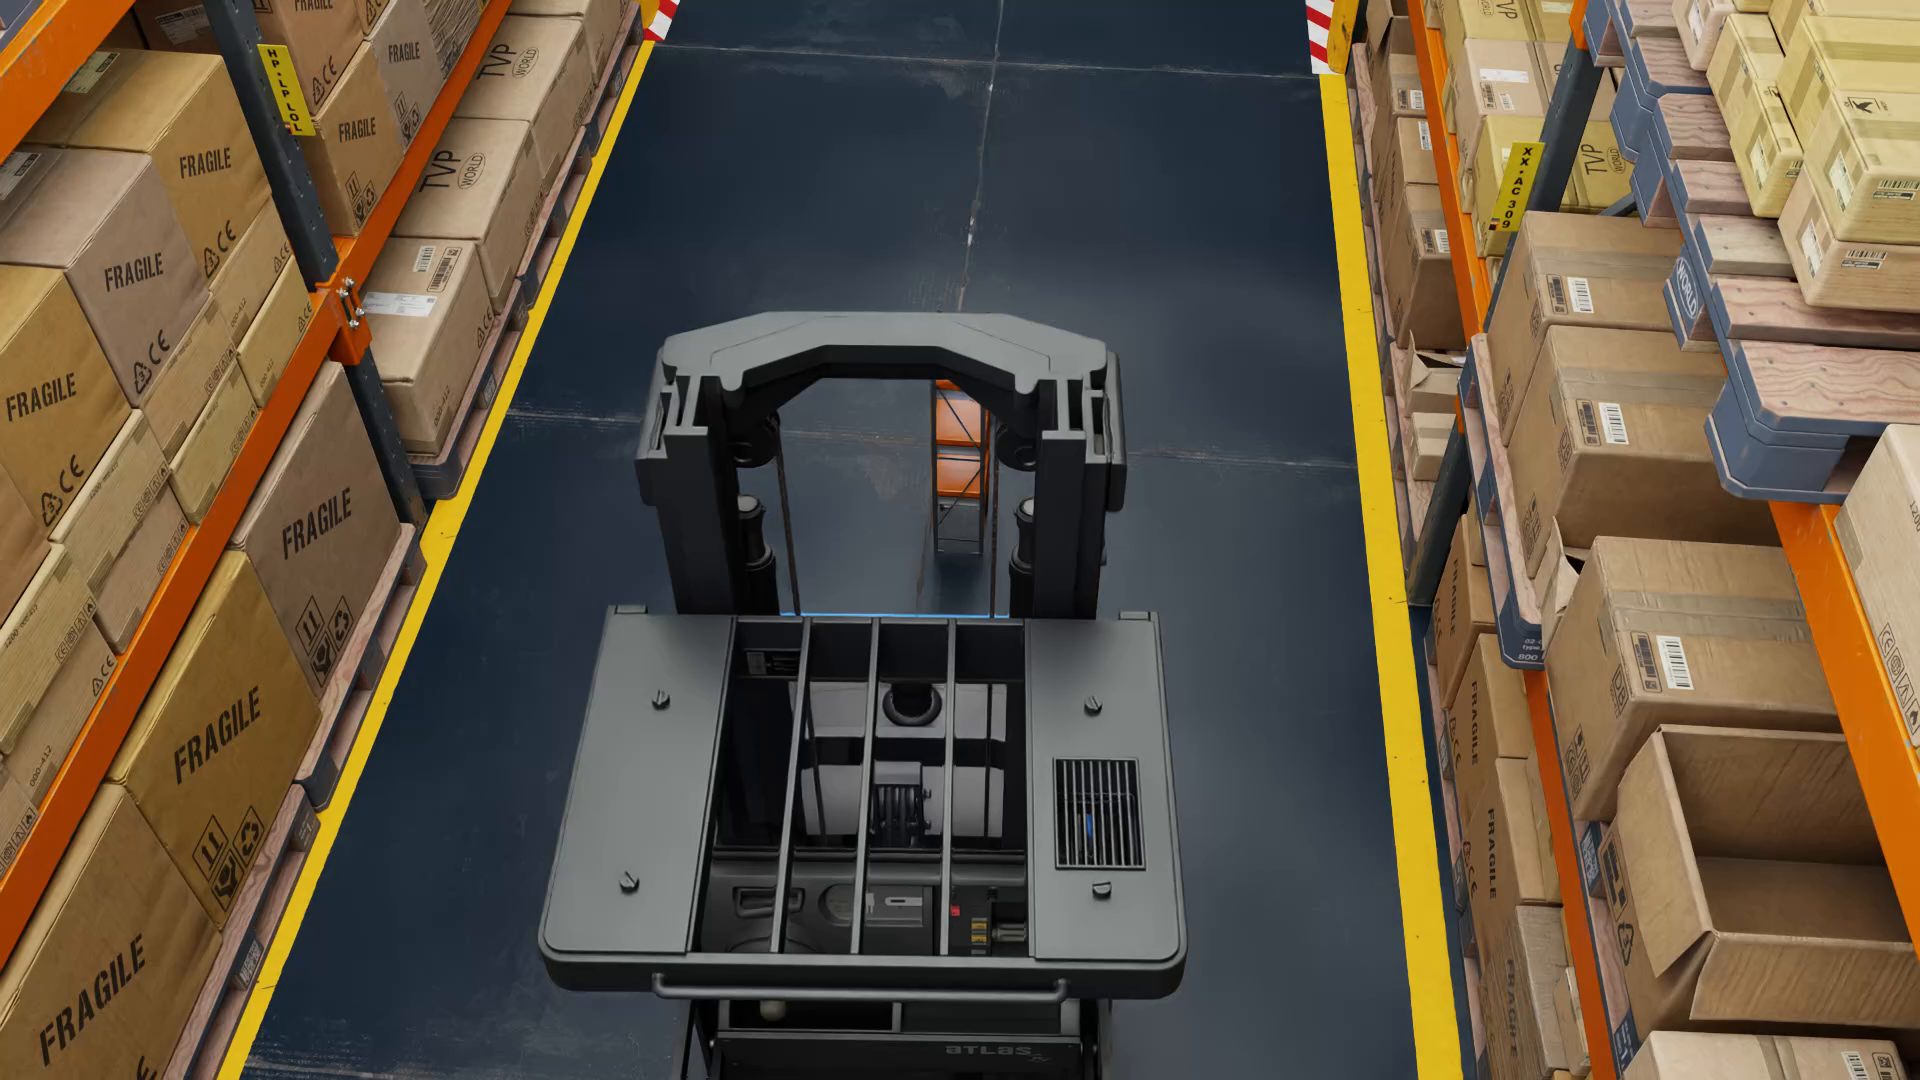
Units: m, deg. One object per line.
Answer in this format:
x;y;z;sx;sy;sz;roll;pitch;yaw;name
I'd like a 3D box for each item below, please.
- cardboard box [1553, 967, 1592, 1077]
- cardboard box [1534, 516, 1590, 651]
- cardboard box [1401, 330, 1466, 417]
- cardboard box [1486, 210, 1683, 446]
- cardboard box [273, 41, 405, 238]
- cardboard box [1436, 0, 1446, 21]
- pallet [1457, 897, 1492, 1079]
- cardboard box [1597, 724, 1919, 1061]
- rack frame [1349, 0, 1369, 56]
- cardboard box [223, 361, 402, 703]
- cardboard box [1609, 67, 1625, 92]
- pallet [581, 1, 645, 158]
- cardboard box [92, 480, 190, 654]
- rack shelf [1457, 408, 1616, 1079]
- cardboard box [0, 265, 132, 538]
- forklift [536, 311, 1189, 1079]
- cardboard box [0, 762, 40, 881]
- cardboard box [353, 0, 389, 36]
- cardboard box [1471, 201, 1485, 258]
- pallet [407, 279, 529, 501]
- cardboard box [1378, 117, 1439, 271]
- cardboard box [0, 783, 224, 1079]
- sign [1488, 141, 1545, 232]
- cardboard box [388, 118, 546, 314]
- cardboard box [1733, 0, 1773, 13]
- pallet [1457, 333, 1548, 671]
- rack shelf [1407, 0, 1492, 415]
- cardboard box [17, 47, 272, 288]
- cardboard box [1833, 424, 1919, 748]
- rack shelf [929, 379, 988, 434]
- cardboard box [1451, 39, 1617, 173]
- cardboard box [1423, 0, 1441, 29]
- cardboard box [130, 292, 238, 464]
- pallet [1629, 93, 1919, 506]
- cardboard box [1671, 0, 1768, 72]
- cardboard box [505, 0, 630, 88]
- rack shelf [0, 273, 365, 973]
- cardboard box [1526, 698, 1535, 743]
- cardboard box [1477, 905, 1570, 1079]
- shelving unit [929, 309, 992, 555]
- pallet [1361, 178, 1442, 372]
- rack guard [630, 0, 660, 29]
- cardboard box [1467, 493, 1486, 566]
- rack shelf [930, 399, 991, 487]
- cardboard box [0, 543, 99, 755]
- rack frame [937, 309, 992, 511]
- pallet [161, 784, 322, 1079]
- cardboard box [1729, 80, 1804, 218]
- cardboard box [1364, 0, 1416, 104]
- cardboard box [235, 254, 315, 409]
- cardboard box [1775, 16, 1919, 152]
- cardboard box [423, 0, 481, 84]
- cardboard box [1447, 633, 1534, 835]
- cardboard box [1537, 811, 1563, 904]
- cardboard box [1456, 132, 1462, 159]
1.834;1.307;4.492;0.380;0.149;0.250;2;48;2;cardboard box
1.748;0.136;4.400;0.396;0.266;0.258;6;48;5;cardboard box
2.048;-0.674;6.902;0.396;0.266;0.258;5;48;5;cardboard box
1.990;-0.598;4.912;0.700;0.500;0.500;5;48;5;cardboard box
-2.383;-1.455;5.980;0.500;0.500;0.500;5;48;5;cardboard box
2.198;-2.317;6.736;0.500;0.250;0.500;3;48;3;cardboard box
2.112;1.677;5.073;1.003;0.211;1.213;4;48;4;pallet
1.857;0.788;3.642;0.797;0.503;0.637;3;48;3;cardboard box
2.622;-3.703;8.104;1.000;3.000;0.127;4;48;4;rack frame
-2.663;-0.058;5.925;0.875;0.875;0.875;5;48;5;cardboard box
2.610;-1.528;6.015;0.500;0.250;0.500;3;48;3;cardboard box
-2.317;-2.500;8.893;1.003;0.211;1.213;4;48;4;pallet
-2.589;0.047;4.776;0.500;0.250;0.500;3;48;2;cardboard box
2.075;0.949;4.336;1.077;0.370;4.000;4;48;4;rack shelf
-2.582;-0.368;4.309;0.500;0.500;0.500;5;48;5;cardboard box
-0.156;1.051;3.802;1.130;2.935;3.031;1;48;1;forklift
-2.673;0.789;4.097;0.500;0.250;0.500;5;48;5;cardboard box
-2.349;-2.170;5.956;0.500;0.500;0.500;3;48;3;cardboard box
2.037;-1.122;5.914;0.380;0.149;0.250;5;48;5;cardboard box
-2.539;-0.707;7.253;1.003;0.211;1.213;4;48;4;pallet
2.207;-1.550;7.544;0.500;0.500;0.500;5;48;4;cardboard box
-2.820;1.263;4.717;0.875;0.875;0.875;4;48;4;cardboard box
1.716;-1.086;5.124;0.100;0.325;0.005;4;48;4;sign
-2.441;-1.483;7.526;0.875;0.438;0.875;3;48;2;cardboard box
1.777;-1.201;3.399;0.380;0.149;0.250;3;48;3;cardboard box
2.076;-0.118;4.956;1.003;0.211;1.213;4;48;4;pallet
2.439;-1.990;7.025;1.077;0.370;4.000;4;48;4;rack shelf
-2.477;-1.120;4.996;0.500;0.500;0.500;5;48;5;cardboard box
1.788;0.084;2.709;0.500;0.250;0.500;4;48;4;cardboard box
0.005;-0.578;6.197;0.215;0.259;0.240;4;48;4;rack shelf
2.092;-1.573;6.056;0.500;0.250;0.500;4;48;4;cardboard box
2.148;-2.256;6.951;0.380;0.149;0.250;5;48;4;cardboard box
-2.522;-0.504;4.941;0.500;0.250;0.500;5;48;4;cardboard box
2.036;-0.475;3.246;1.213;0.211;1.003;4;48;4;pallet
1.742;-1.113;3.520;0.380;0.149;0.250;4;48;4;cardboard box
-2.282;-2.819;8.747;0.875;0.438;0.875;2;48;2;cardboard box
-2.868;0.618;4.639;1.077;0.370;4.000;4;48;4;rack shelf
1.988;0.566;5.169;0.380;0.149;0.250;3;48;3;cardboard box
1.847;1.418;4.830;0.500;0.500;0.500;2;48;2;cardboard box
0.005;-0.394;6.399;0.215;1.050;0.252;4;48;4;shelving unit
2.429;-1.226;7.728;1.003;0.211;1.213;4;48;4;pallet
-2.319;-3.208;9.345;1.175;0.500;0.348;4;48;4;rack guard
1.959;-0.034;5.719;0.380;0.149;0.250;6;48;5;cardboard box
0.005;-0.386;6.406;0.215;0.259;0.240;4;48;4;rack shelf
-2.593;0.254;4.247;0.500;0.250;0.500;5;48;4;cardboard box
0.016;-0.483;6.481;0.200;1.050;0.008;4;48;4;rack frame
-2.790;1.318;5.402;1.003;0.211;1.213;4;48;4;pallet
1.711;-0.737;3.176;0.380;0.149;0.250;5;48;4;cardboard box
2.472;-2.559;8.465;0.797;0.503;0.637;2;48;2;cardboard box
-2.476;-0.697;5.456;0.500;0.250;0.500;3;48;3;cardboard box
1.744;-0.825;3.055;0.380;0.149;0.250;4;48;4;cardboard box
-2.281;-2.190;6.652;0.500;0.500;0.500;4;48;4;cardboard box
1.950;0.671;5.513;0.500;0.500;0.500;3;48;3;cardboard box
1.903;0.929;4.837;0.380;0.149;0.250;5;48;5;cardboard box
2.087;-1.506;6.265;0.380;0.149;0.250;5;48;5;cardboard box
